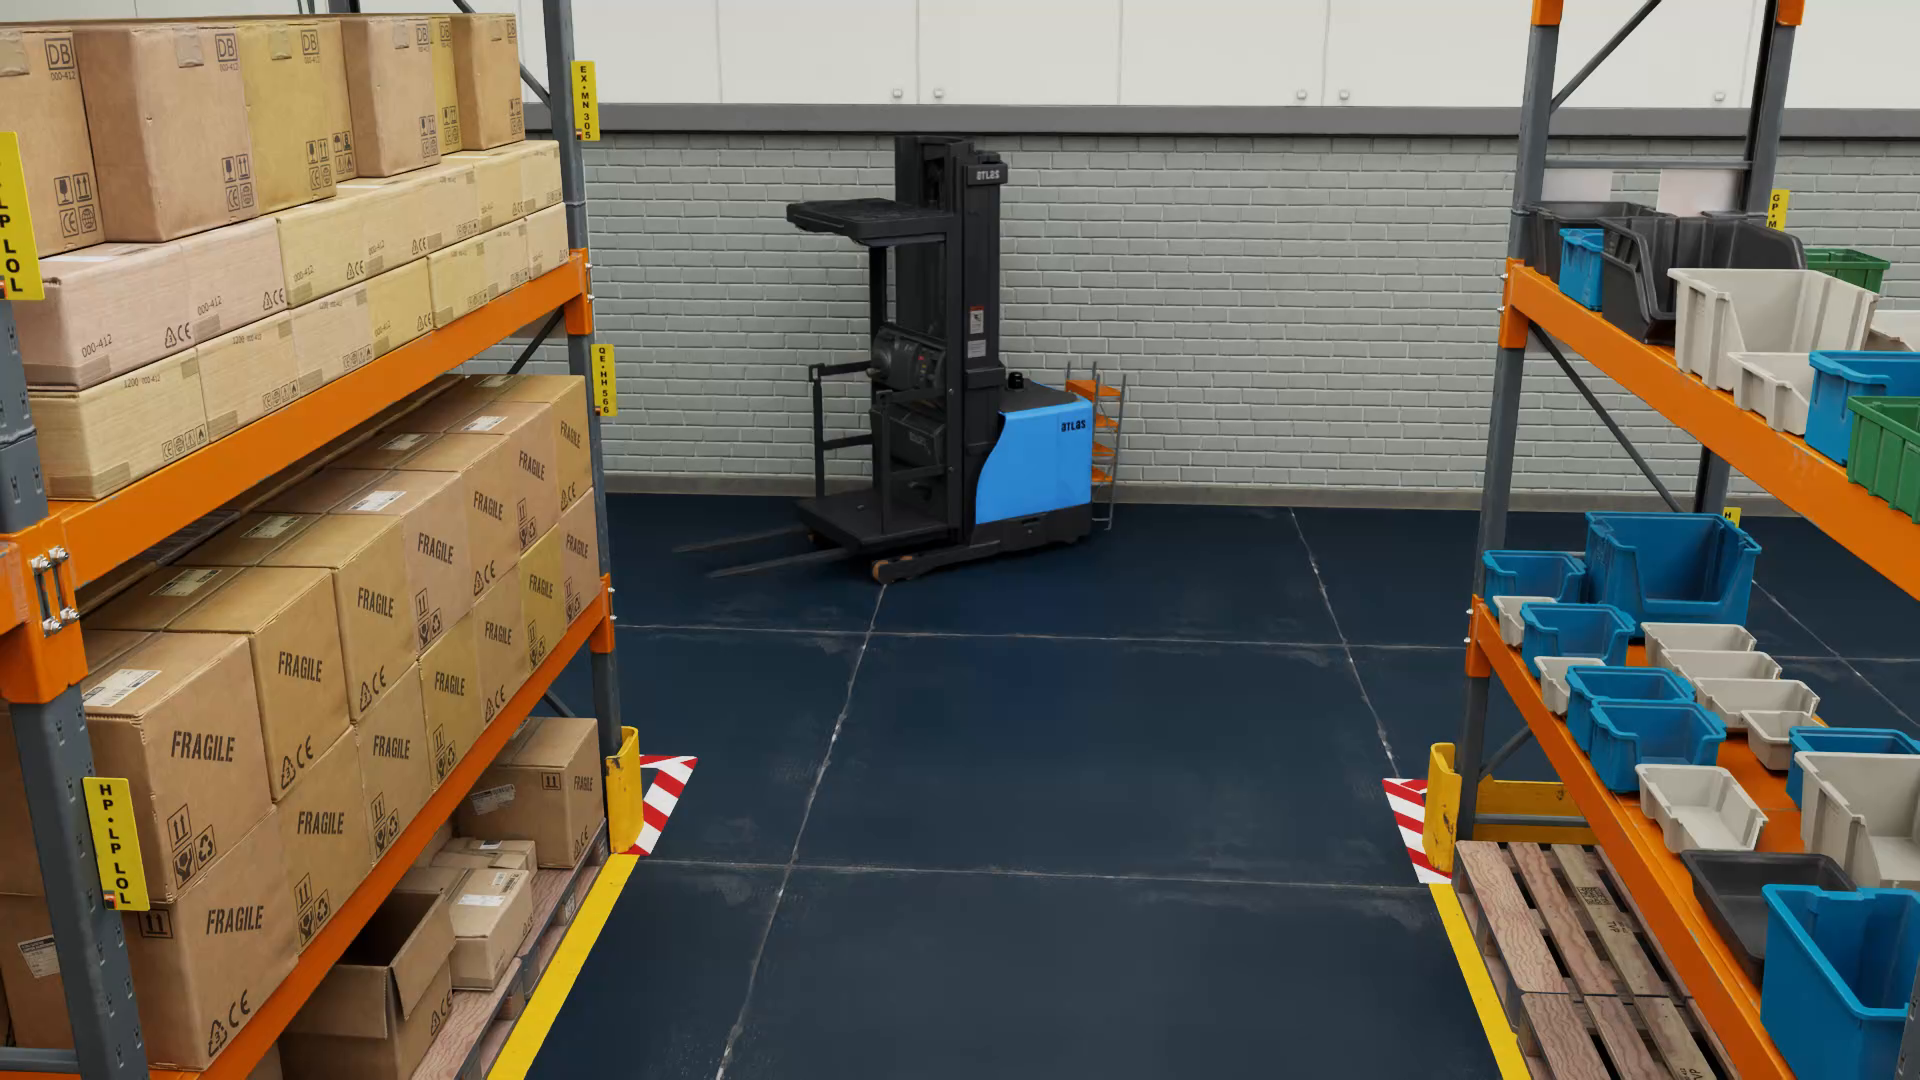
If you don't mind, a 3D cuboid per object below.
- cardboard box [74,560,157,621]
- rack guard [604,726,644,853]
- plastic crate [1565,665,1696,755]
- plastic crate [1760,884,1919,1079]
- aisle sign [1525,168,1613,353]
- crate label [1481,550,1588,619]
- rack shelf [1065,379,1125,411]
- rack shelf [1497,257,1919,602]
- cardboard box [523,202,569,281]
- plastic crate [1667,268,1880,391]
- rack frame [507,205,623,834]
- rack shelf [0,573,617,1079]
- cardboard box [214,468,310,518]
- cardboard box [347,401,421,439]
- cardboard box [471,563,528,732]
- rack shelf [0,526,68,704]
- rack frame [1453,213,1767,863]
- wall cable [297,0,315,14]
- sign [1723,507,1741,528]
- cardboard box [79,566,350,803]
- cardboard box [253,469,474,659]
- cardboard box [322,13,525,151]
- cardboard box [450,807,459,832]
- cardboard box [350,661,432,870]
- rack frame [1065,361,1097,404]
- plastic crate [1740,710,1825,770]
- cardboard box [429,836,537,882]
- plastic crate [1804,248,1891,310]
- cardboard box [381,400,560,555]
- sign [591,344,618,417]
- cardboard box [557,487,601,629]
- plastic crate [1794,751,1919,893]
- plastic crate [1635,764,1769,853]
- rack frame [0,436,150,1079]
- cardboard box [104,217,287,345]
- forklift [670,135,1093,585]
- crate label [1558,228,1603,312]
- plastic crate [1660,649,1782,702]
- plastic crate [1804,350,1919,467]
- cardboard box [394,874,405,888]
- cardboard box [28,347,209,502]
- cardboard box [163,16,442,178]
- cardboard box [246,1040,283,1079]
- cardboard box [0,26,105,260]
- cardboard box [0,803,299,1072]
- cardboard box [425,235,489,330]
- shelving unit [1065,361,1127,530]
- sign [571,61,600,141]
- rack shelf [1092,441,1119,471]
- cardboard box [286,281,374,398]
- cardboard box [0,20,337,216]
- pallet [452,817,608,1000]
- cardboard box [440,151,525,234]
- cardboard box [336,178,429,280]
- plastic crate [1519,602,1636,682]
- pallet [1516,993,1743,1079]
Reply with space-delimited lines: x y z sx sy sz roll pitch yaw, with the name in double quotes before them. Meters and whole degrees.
"cardboard box" -2.610 0.370 4.711 0.500 0.500 0.500 1 18 3
"rack guard" -2.141 1.184 8.008 1.175 0.500 0.348 1 18 4
"plastic crate" 2.364 0.613 5.907 0.416 0.233 0.300 1 18 4
"plastic crate" 2.211 1.153 4.017 0.392 0.384 0.575 1 18 4
"aisle sign" 2.514 -1.180 7.033 0.394 0.787 0.004 1 18 4
"crate label" 2.459 0.204 7.155 0.416 0.233 0.303 1 18 4
"rack shelf" 1.013 -1.095 12.550 0.258 0.148 0.480 -3 18 -23
"rack shelf" 2.662 -0.378 5.099 1.077 0.370 4.000 1 18 4
"cardboard box" -1.909 -1.216 6.742 0.500 0.250 0.500 1 18 4
"plastic crate" 2.338 -0.604 4.821 0.437 0.282 0.530 1 18 4
"rack frame" -2.135 -0.028 7.690 1.000 3.000 0.127 1 18 4
"rack shelf" -2.279 0.935 5.907 1.077 0.370 4.000 1 18 4
"cardboard box" -2.536 0.057 5.665 0.500 0.500 0.500 1 18 3
"cardboard box" -2.460 -0.256 6.621 0.500 0.500 0.500 1 18 4
"cardboard box" -1.971 0.386 6.267 0.500 0.500 0.500 1 18 4
"rack shelf" -2.566 0.752 1.648 1.077 0.370 4.000 1 18 4
"rack frame" 2.805 0.084 7.349 1.000 3.000 0.127 1 18 4
"wall cable" -6.315 -3.261 12.910 3.097 2.526 0.112 1 18 4
"sign" 3.355 0.014 7.302 0.100 0.325 0.005 1 18 4
"cardboard box" -2.071 0.392 4.644 0.500 0.500 0.500 1 18 2
"cardboard box" -1.998 0.072 5.621 0.500 0.500 0.500 2 18 6
"cardboard box" -2.156 -1.816 6.564 0.700 0.500 0.500 1 18 4
"cardboard box" -2.508 1.240 7.692 0.380 0.149 0.250 1 18 4
"cardboard box" -2.042 0.700 5.308 0.500 0.500 0.500 1 18 4
"rack frame" 0.892 -0.789 12.875 0.240 1.200 0.015 -3 18 -23
"plastic crate" 2.894 0.707 5.775 0.298 0.136 0.250 1 18 4
"cardboard box" -2.048 1.408 7.153 0.380 0.166 0.250 1 18 4
"plastic crate" 3.019 -0.928 5.961 0.450 0.188 0.336 1 18 4
"cardboard box" -1.928 -0.249 6.600 0.500 0.500 0.500 2 18 5
"sign" -1.583 -0.710 7.404 0.100 0.325 0.005 1 18 4
"cardboard box" -1.896 0.070 7.232 0.500 0.500 0.500 2 18 6
"plastic crate" 2.811 0.884 5.002 0.437 0.282 0.530 1 18 4
"plastic crate" 2.343 0.876 5.261 0.293 0.136 0.466 1 18 4
"rack frame" -2.422 1.215 3.899 1.000 3.000 0.127 1 18 4
"cardboard box" -2.106 -0.678 4.296 0.500 0.250 0.500 1 18 4
"forklift" -0.541 -1.270 11.593 3.031 2.935 1.130 -11 21 -30
"crate label" 2.416 -0.991 6.053 0.408 0.251 0.502 1 18 4
"plastic crate" 2.892 0.528 6.322 0.396 0.136 0.243 1 18 4
"plastic crate" 2.265 -0.309 4.002 0.416 0.233 0.300 1 18 4
"cardboard box" -2.529 1.543 6.606 0.500 0.250 0.500 1 18 4
"cardboard box" -2.140 -0.285 3.899 0.500 0.250 0.500 1 18 4
"cardboard box" -2.205 -1.505 5.615 0.700 0.500 0.500 1 18 4
"cardboard box" -2.611 1.867 5.519 0.500 0.311 0.500 1 18 4
"cardboard box" -2.425 -0.885 3.724 0.700 0.500 0.500 1 18 4
"cardboard box" -2.114 1.015 4.348 0.500 0.500 0.500 2 18 5
"cardboard box" -1.979 -0.906 5.794 0.500 0.250 0.500 1 18 4
"shelving unit" 0.985 -0.719 12.661 0.258 1.200 0.503 -3 18 -23
"sign" -1.583 -1.855 7.029 0.100 0.325 0.005 1 18 4
"rack shelf" 0.980 -0.655 12.680 0.258 0.148 0.480 -3 18 -23
"cardboard box" -2.063 -0.596 4.847 0.500 0.250 0.500 1 18 4
"cardboard box" -2.218 -1.193 4.663 0.700 0.500 0.500 1 18 4
"pallet" -2.197 1.569 7.297 1.003 0.211 1.213 1 18 4
"cardboard box" -1.953 -1.299 6.191 0.500 0.250 0.500 1 18 4
"cardboard box" -2.022 -0.988 5.243 0.500 0.250 0.500 1 18 4
"plastic crate" 2.412 0.409 6.531 0.416 0.233 0.300 1 18 4
"pallet" 2.617 2.042 5.851 1.003 0.211 1.213 1 18 4
